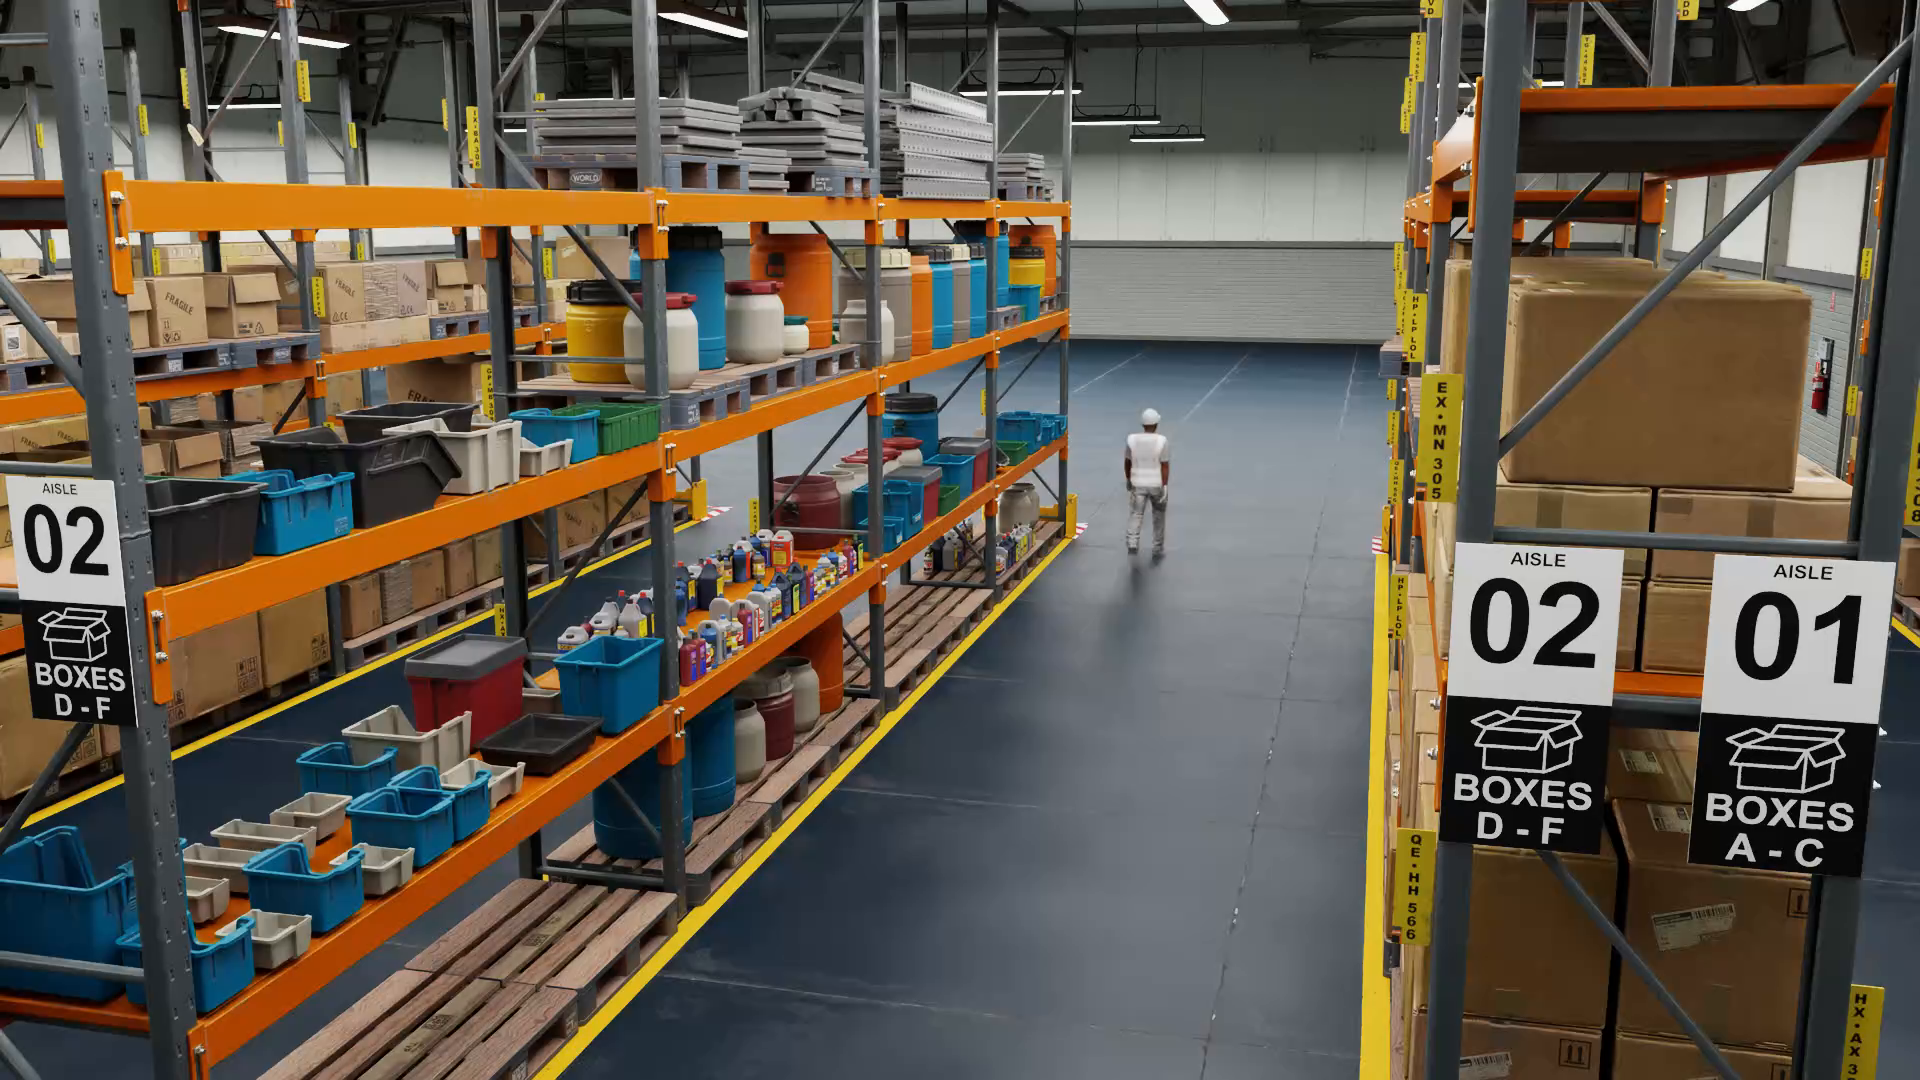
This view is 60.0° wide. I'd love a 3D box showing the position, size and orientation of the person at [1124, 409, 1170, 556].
[{"bbox_3d":[2.173,-0.651,19.332,0.548,1.758,0.946,3,12,15],"label":"person"}]
